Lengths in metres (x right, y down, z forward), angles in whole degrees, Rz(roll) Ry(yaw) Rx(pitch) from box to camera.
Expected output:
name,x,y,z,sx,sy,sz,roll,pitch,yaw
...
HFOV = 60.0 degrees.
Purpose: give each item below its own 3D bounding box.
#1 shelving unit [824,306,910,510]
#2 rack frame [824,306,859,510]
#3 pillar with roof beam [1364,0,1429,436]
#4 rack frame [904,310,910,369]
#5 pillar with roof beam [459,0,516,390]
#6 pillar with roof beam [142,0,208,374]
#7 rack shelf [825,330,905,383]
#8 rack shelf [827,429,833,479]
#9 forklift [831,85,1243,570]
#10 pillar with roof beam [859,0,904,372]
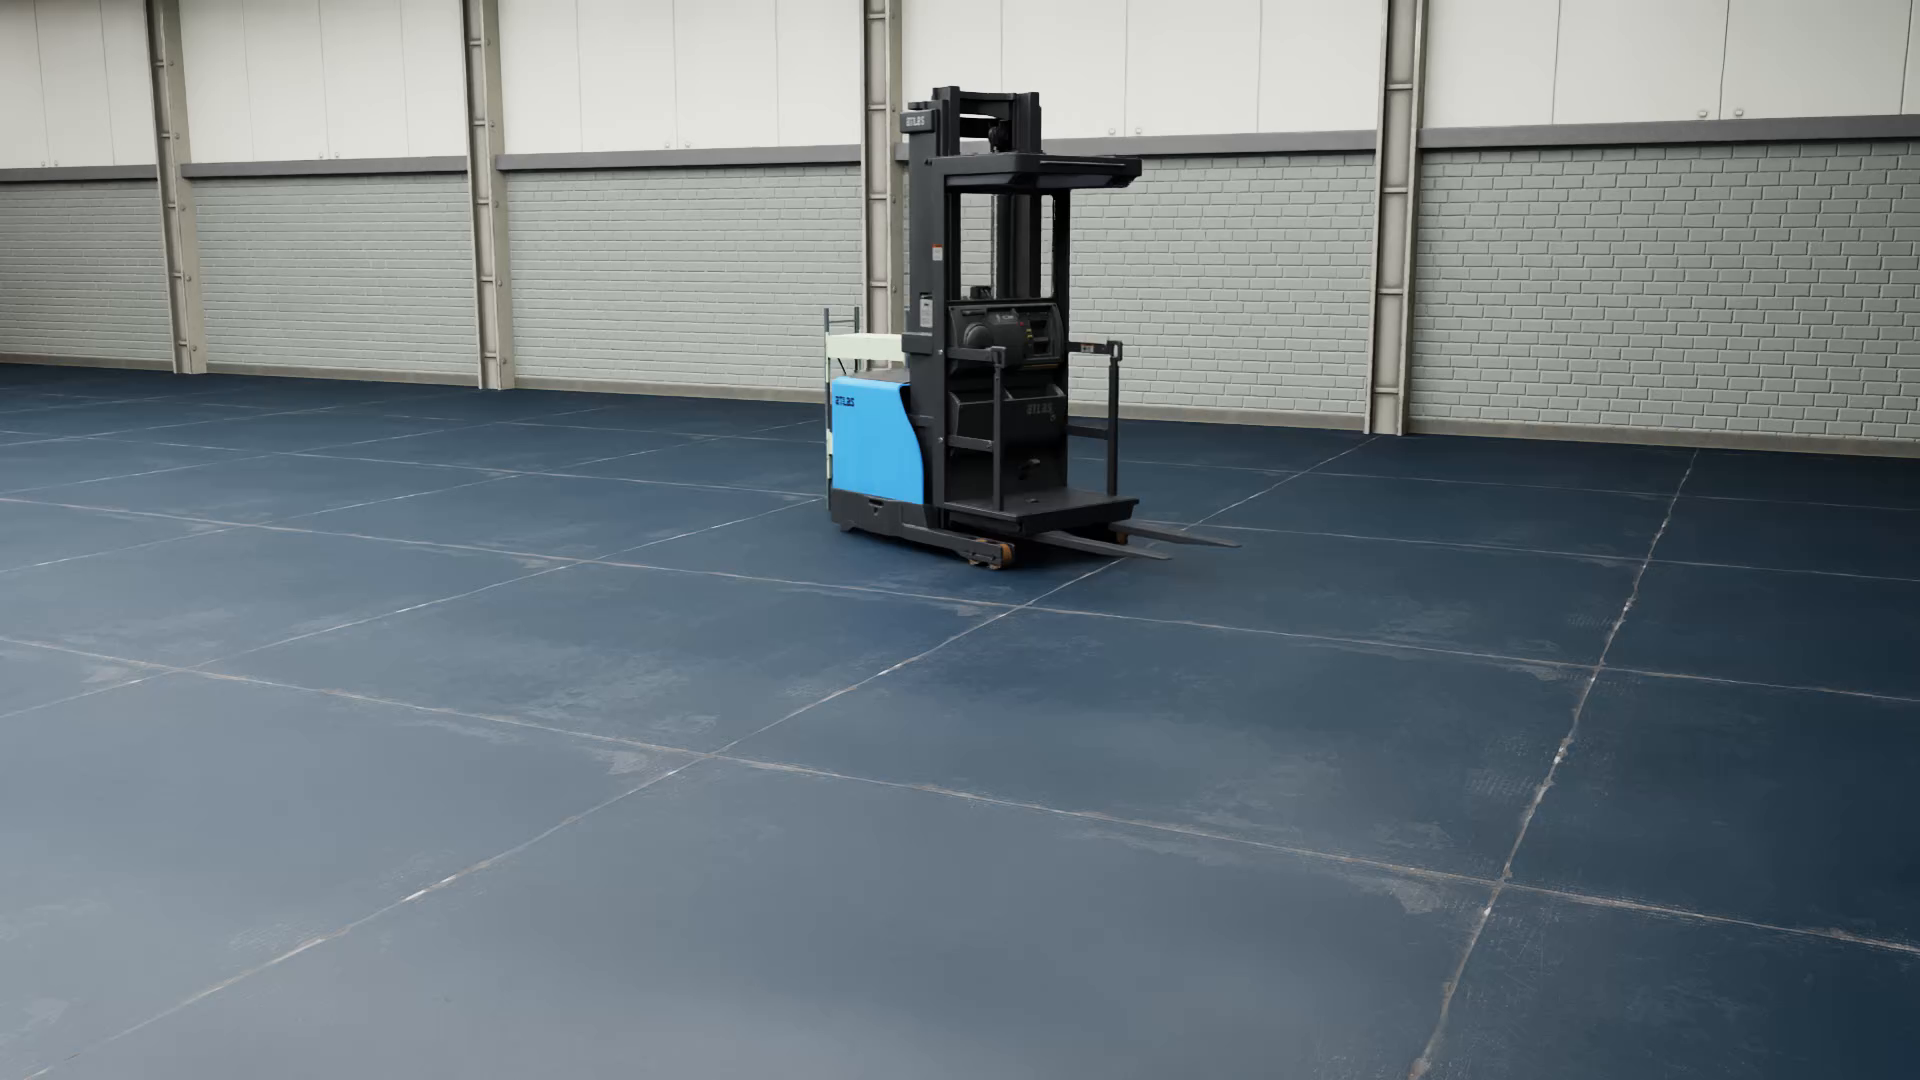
name,x,y,z,sx,sy,sz,roll,pitch,yaw
shelving unit,-0.577,-0.957,12.304,0.755,1.500,0.431,7,12,34
rack frame,-0.880,-0.993,12.506,0.023,1.500,0.400,7,12,34
pillar with roof beam,2.558,-4.861,12.821,0.400,9.000,9.100,5,11,26
rack frame,-0.274,-0.920,12.102,0.023,1.500,0.400,7,12,34
pillar with roof beam,-8.203,-5.807,18.046,0.400,9.000,9.100,5,11,26
pillar with roof beam,-13.584,-6.279,20.659,0.400,9.000,9.100,5,11,26
rack shelf,-0.577,-1.341,12.235,0.720,0.370,0.431,7,12,34
rack shelf,-0.577,-0.636,12.362,0.720,0.370,0.431,7,12,34
forklift,0.440,-1.360,10.515,1.130,2.935,3.031,-9,13,-40
pillar with roof beam,-2.823,-5.334,15.434,0.400,9.000,9.100,5,11,26
